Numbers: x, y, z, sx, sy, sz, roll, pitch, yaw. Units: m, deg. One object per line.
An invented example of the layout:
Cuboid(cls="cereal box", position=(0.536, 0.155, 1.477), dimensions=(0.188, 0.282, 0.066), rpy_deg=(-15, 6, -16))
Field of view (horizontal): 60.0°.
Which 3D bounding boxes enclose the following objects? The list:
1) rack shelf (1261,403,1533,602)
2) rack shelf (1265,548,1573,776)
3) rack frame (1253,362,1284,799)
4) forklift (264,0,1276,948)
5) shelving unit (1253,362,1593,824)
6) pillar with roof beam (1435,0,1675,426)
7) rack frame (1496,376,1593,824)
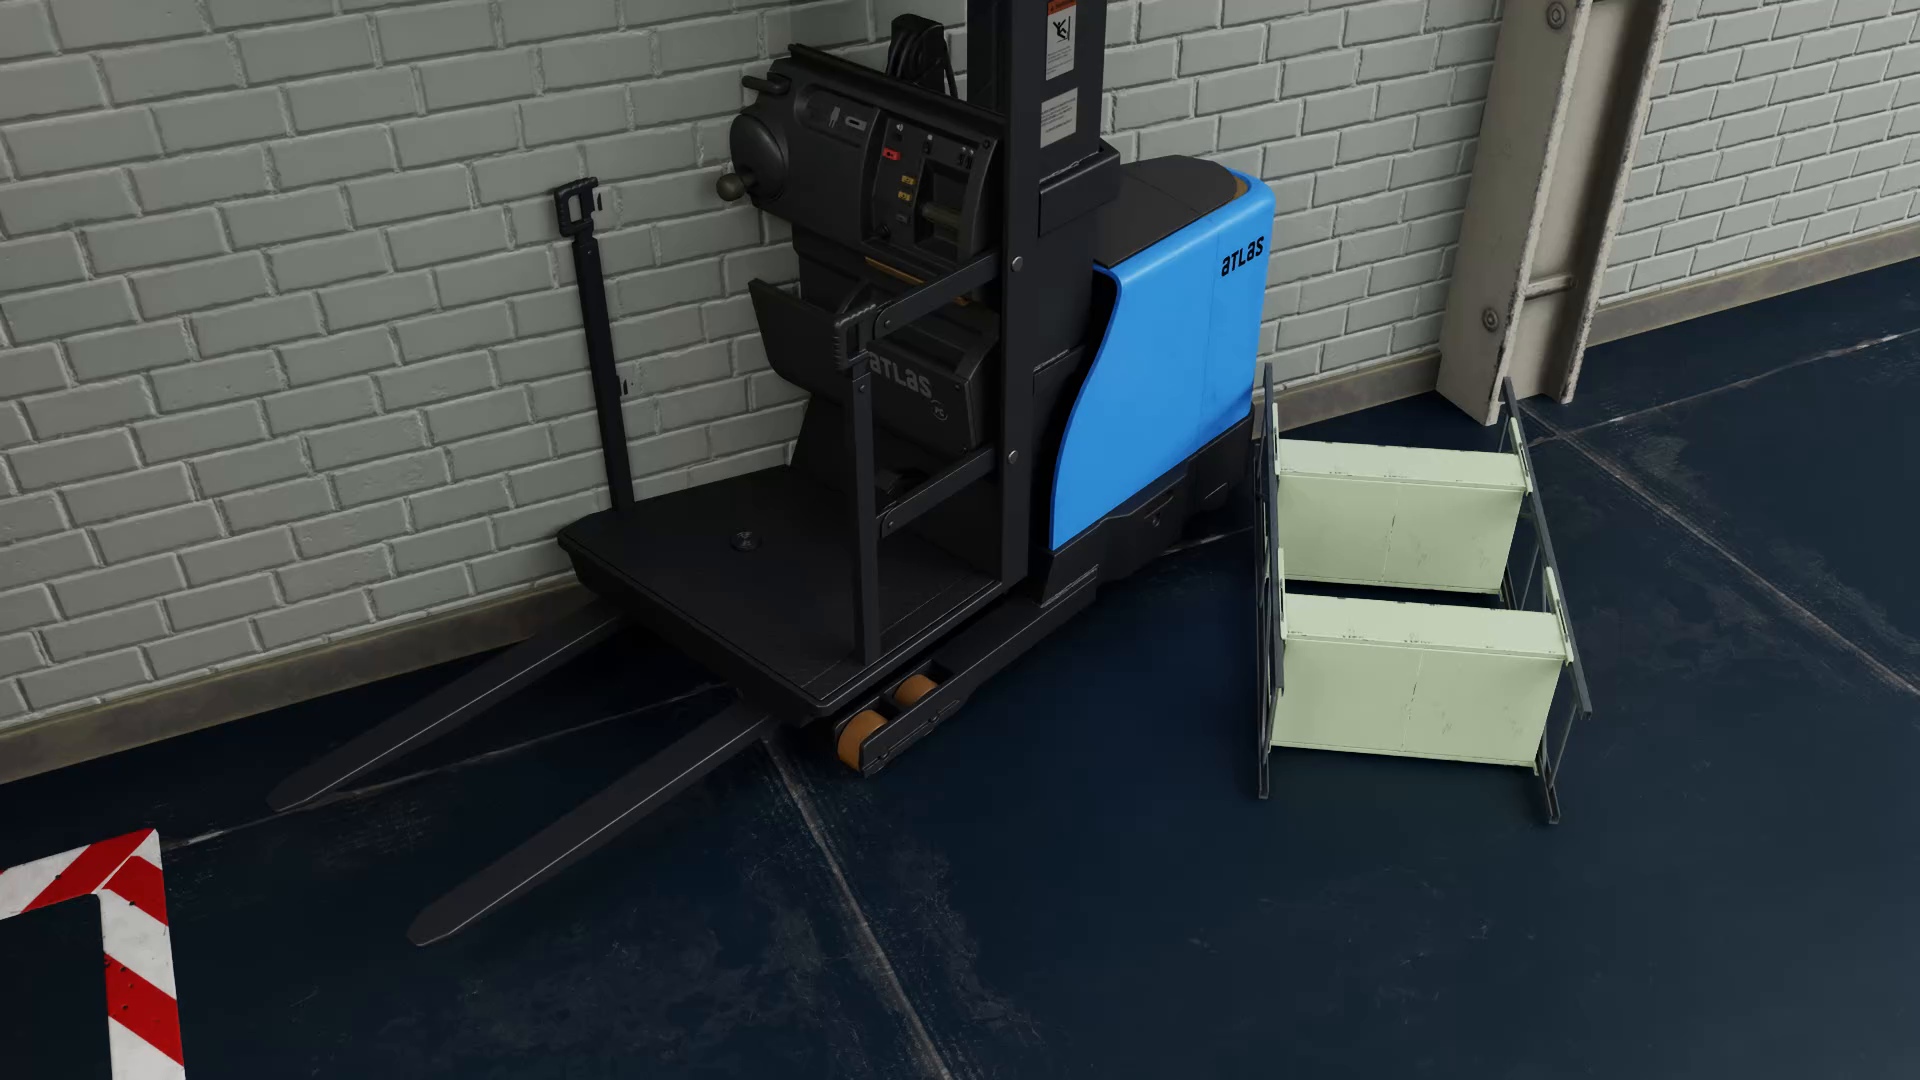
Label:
Cuboid(cls="rack shelf", position=(1.285, -0.117, 5.000), dimensions=(0.720, 0.431, 0.370), rpy_deg=(4, 38, 6))
Cuboid(cls="rack shelf", position=(1.195, 0.322, 4.441), dimensions=(0.720, 0.431, 0.370), rpy_deg=(4, 38, 6))
Cuboid(cls="rack frame", position=(0.881, 0.057, 4.784), dimensions=(0.023, 0.400, 1.500), rpy_deg=(4, 38, 6))
Cuboid(cls="forklift", position=(-0.422, -0.901, 4.004), dimensions=(1.130, 2.935, 3.031), rpy_deg=(28, 45, 33))
Cuboid(cls="shelving unit", position=(1.244, 0.083, 4.746), dimensions=(0.755, 0.431, 1.500), rpy_deg=(4, 38, 6))
Cuboid(cls="pillar with roof beam", position=(3.769, -1.821, 0.152), dimensions=(0.400, 9.000, 9.100), rpy_deg=(-16, 39, -20))
Cuboid(cls="rack frame", position=(1.607, 0.109, 4.707), dimensions=(0.023, 0.400, 1.500), rpy_deg=(4, 38, 6))
